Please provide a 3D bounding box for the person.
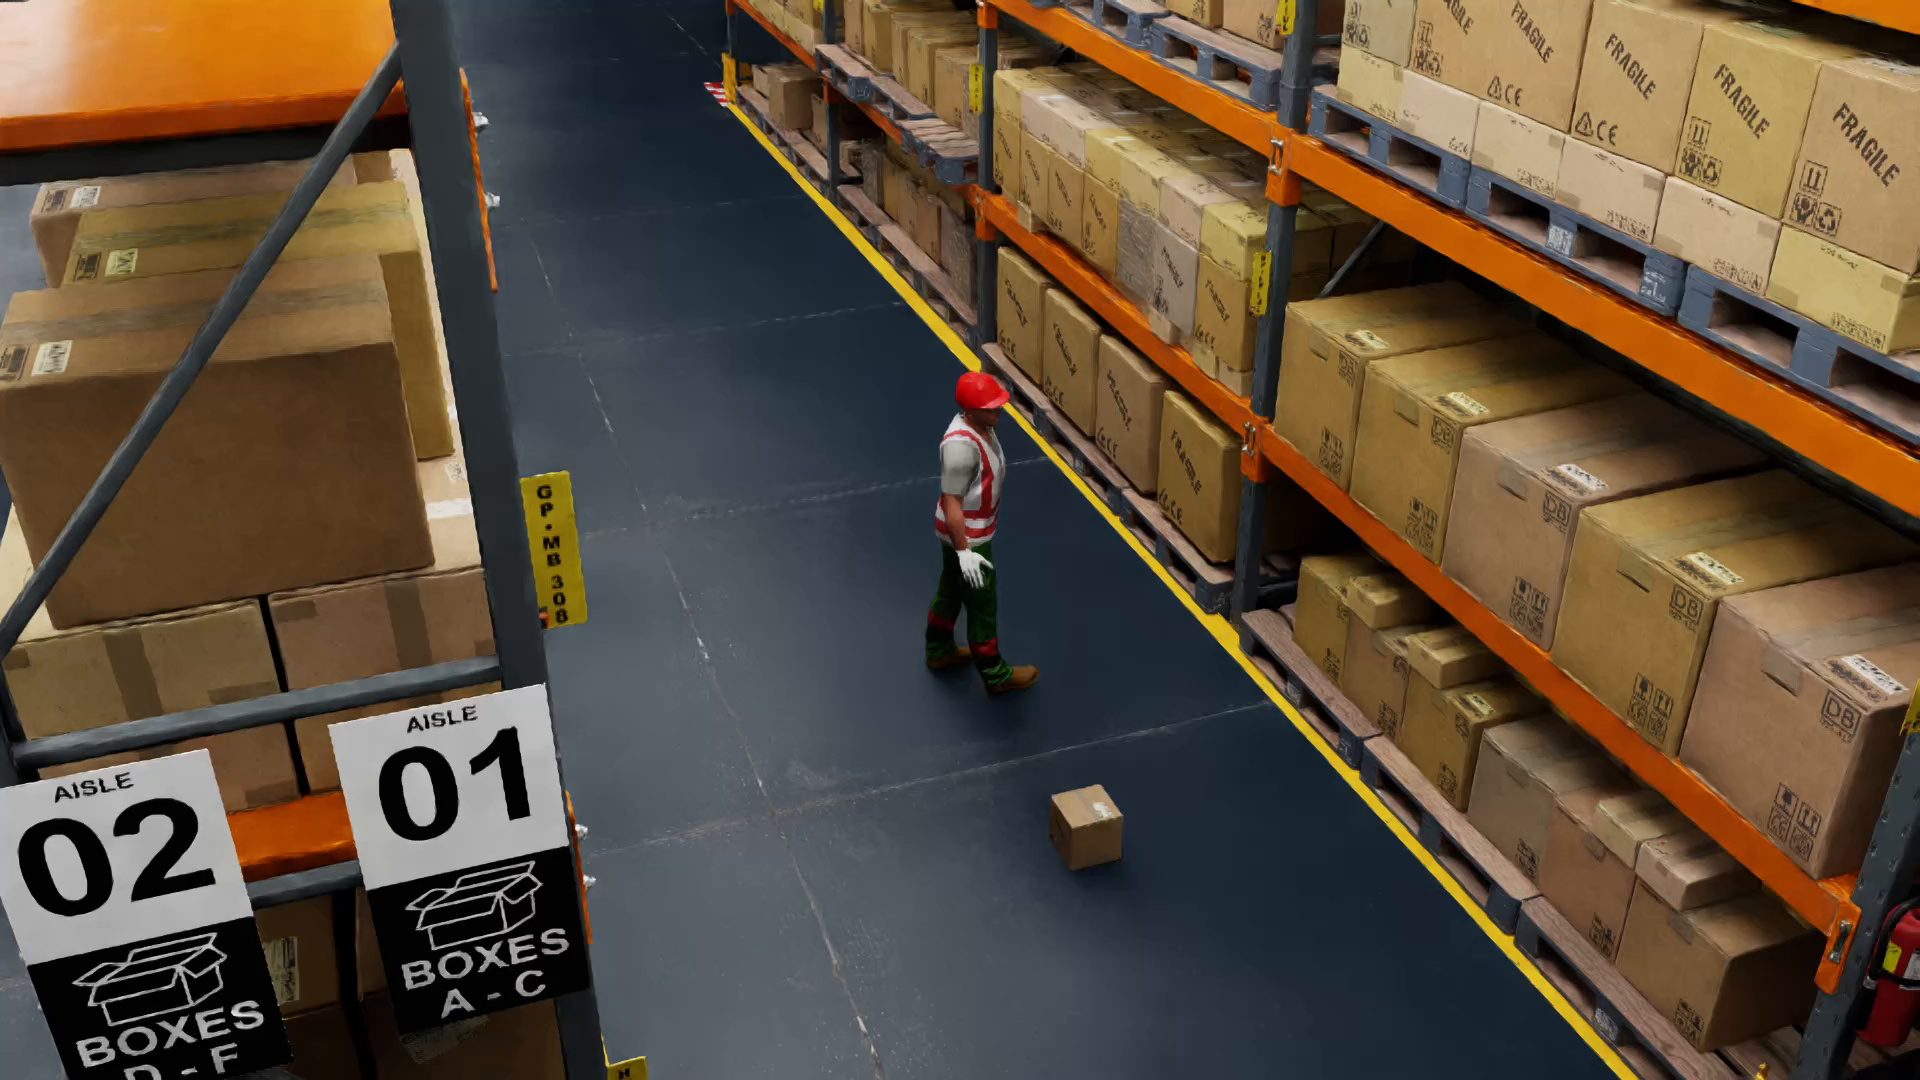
[{"bbox_3d":[0.106,-0.026,8.355,0.618,1.785,0.684,3,30,6],"label":"person"}]
